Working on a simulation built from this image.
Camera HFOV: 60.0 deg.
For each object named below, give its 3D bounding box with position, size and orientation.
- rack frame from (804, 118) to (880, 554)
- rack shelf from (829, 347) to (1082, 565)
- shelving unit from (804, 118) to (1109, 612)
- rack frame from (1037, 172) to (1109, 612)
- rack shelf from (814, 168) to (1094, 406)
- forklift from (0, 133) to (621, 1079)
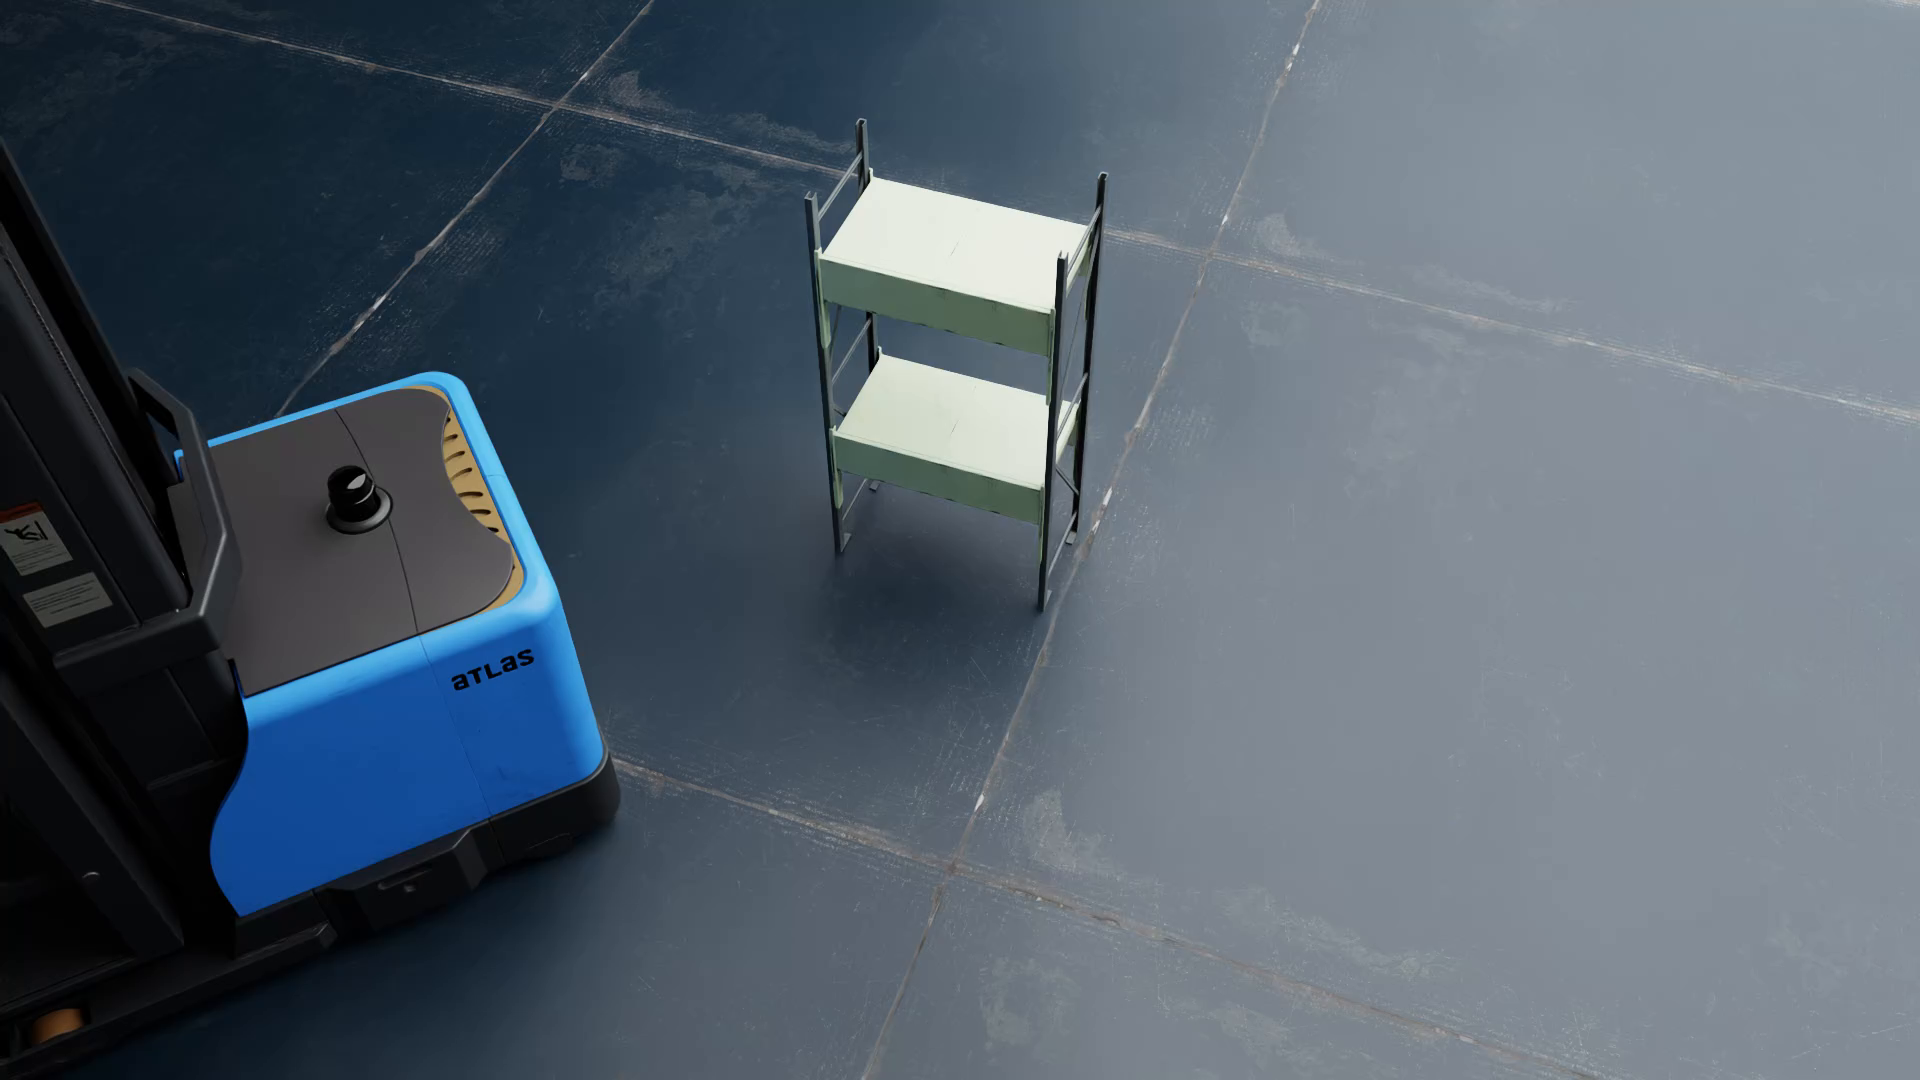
[{"bbox_3d":[-0.350,-0.589,5.268,0.023,1.500,0.400,16,51,13],"label":"rack frame"},{"bbox_3d":[-0.006,-0.279,5.431,0.720,0.370,0.431,16,51,13],"label":"rack shelf"},{"bbox_3d":[-0.006,-0.493,5.185,0.755,1.500,0.431,16,51,13],"label":"shelving unit"},{"bbox_3d":[0.337,-0.397,5.102,0.023,1.500,0.400,16,51,13],"label":"rack frame"},{"bbox_3d":[-0.006,-0.749,4.890,0.720,0.370,0.431,16,51,13],"label":"rack shelf"},{"bbox_3d":[-2.567,0.068,3.751,3.031,2.935,1.130,-21,52,-17],"label":"forklift"}]
